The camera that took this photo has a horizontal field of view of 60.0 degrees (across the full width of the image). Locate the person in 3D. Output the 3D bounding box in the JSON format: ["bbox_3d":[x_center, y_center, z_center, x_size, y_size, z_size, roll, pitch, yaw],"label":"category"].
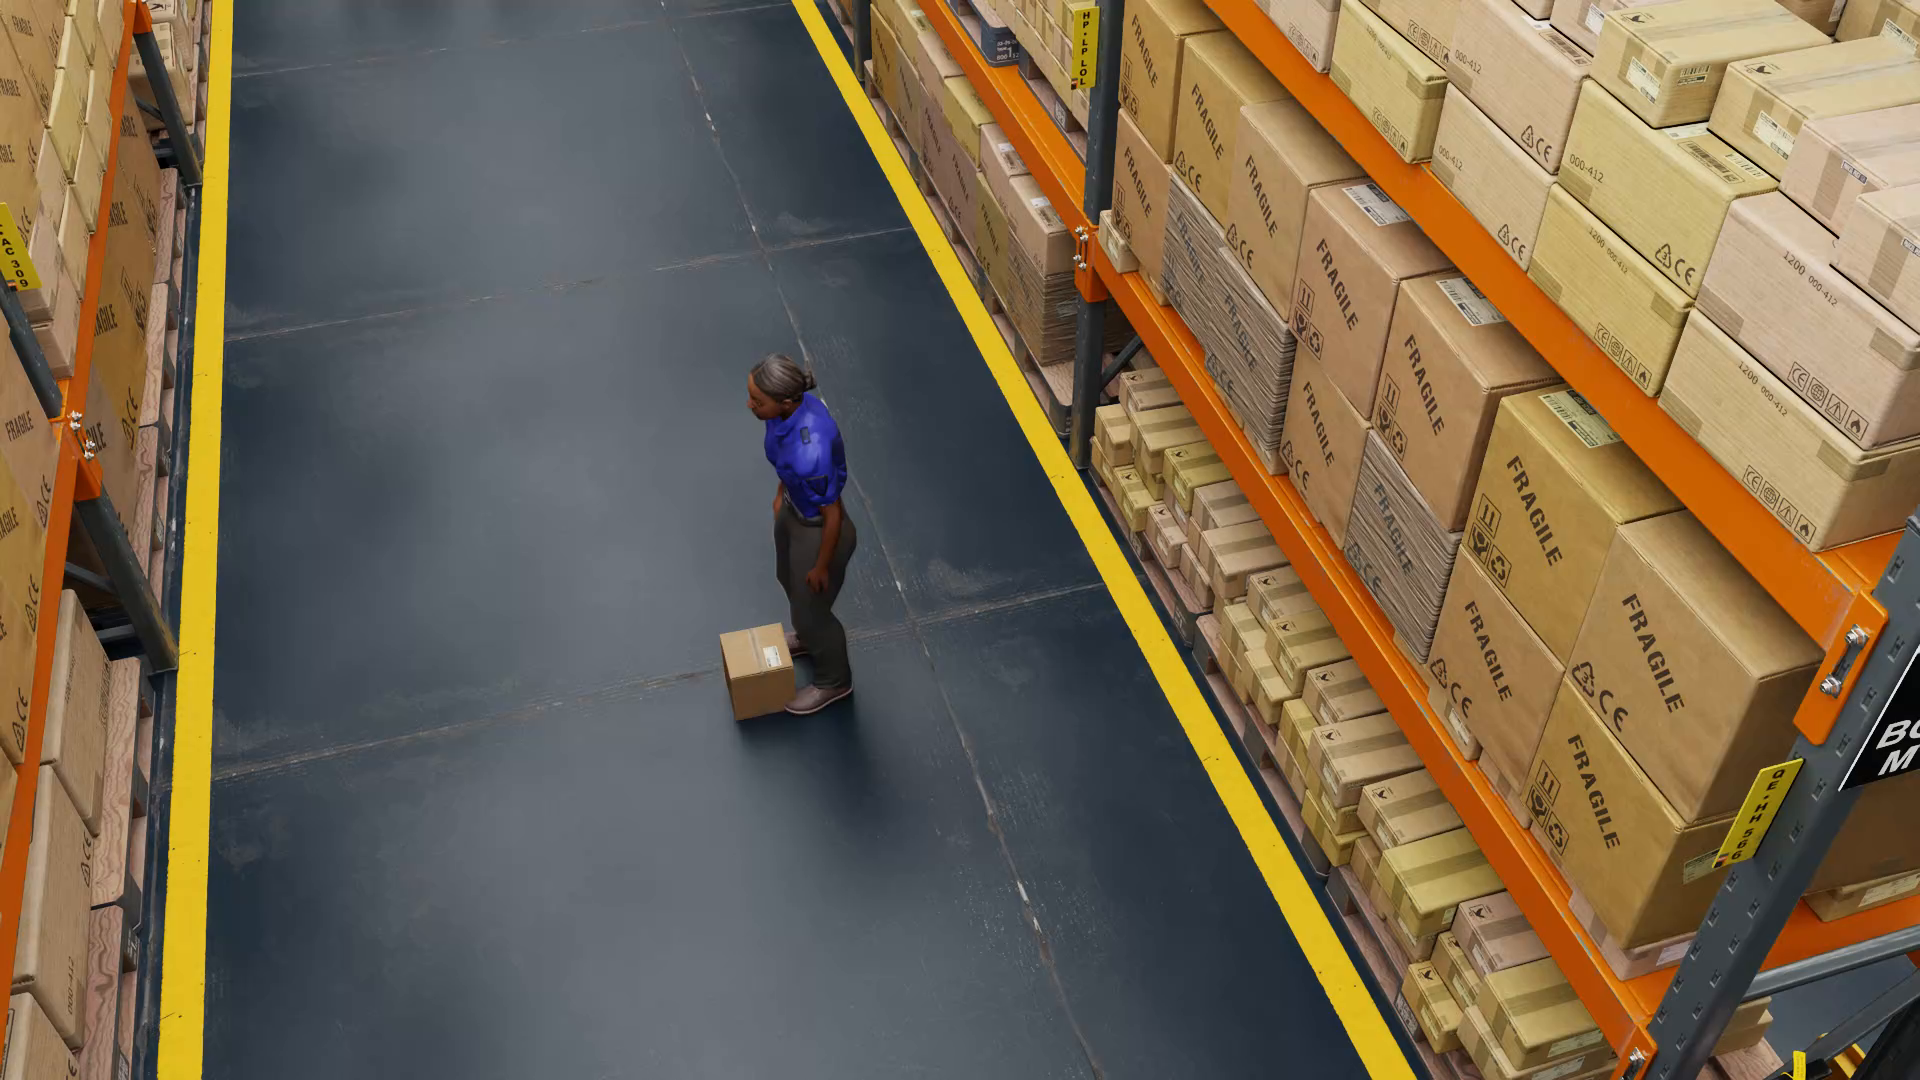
[{"bbox_3d":[-0.583,-0.047,6.217,0.352,1.654,0.525,-15,44,-15],"label":"person"}]
